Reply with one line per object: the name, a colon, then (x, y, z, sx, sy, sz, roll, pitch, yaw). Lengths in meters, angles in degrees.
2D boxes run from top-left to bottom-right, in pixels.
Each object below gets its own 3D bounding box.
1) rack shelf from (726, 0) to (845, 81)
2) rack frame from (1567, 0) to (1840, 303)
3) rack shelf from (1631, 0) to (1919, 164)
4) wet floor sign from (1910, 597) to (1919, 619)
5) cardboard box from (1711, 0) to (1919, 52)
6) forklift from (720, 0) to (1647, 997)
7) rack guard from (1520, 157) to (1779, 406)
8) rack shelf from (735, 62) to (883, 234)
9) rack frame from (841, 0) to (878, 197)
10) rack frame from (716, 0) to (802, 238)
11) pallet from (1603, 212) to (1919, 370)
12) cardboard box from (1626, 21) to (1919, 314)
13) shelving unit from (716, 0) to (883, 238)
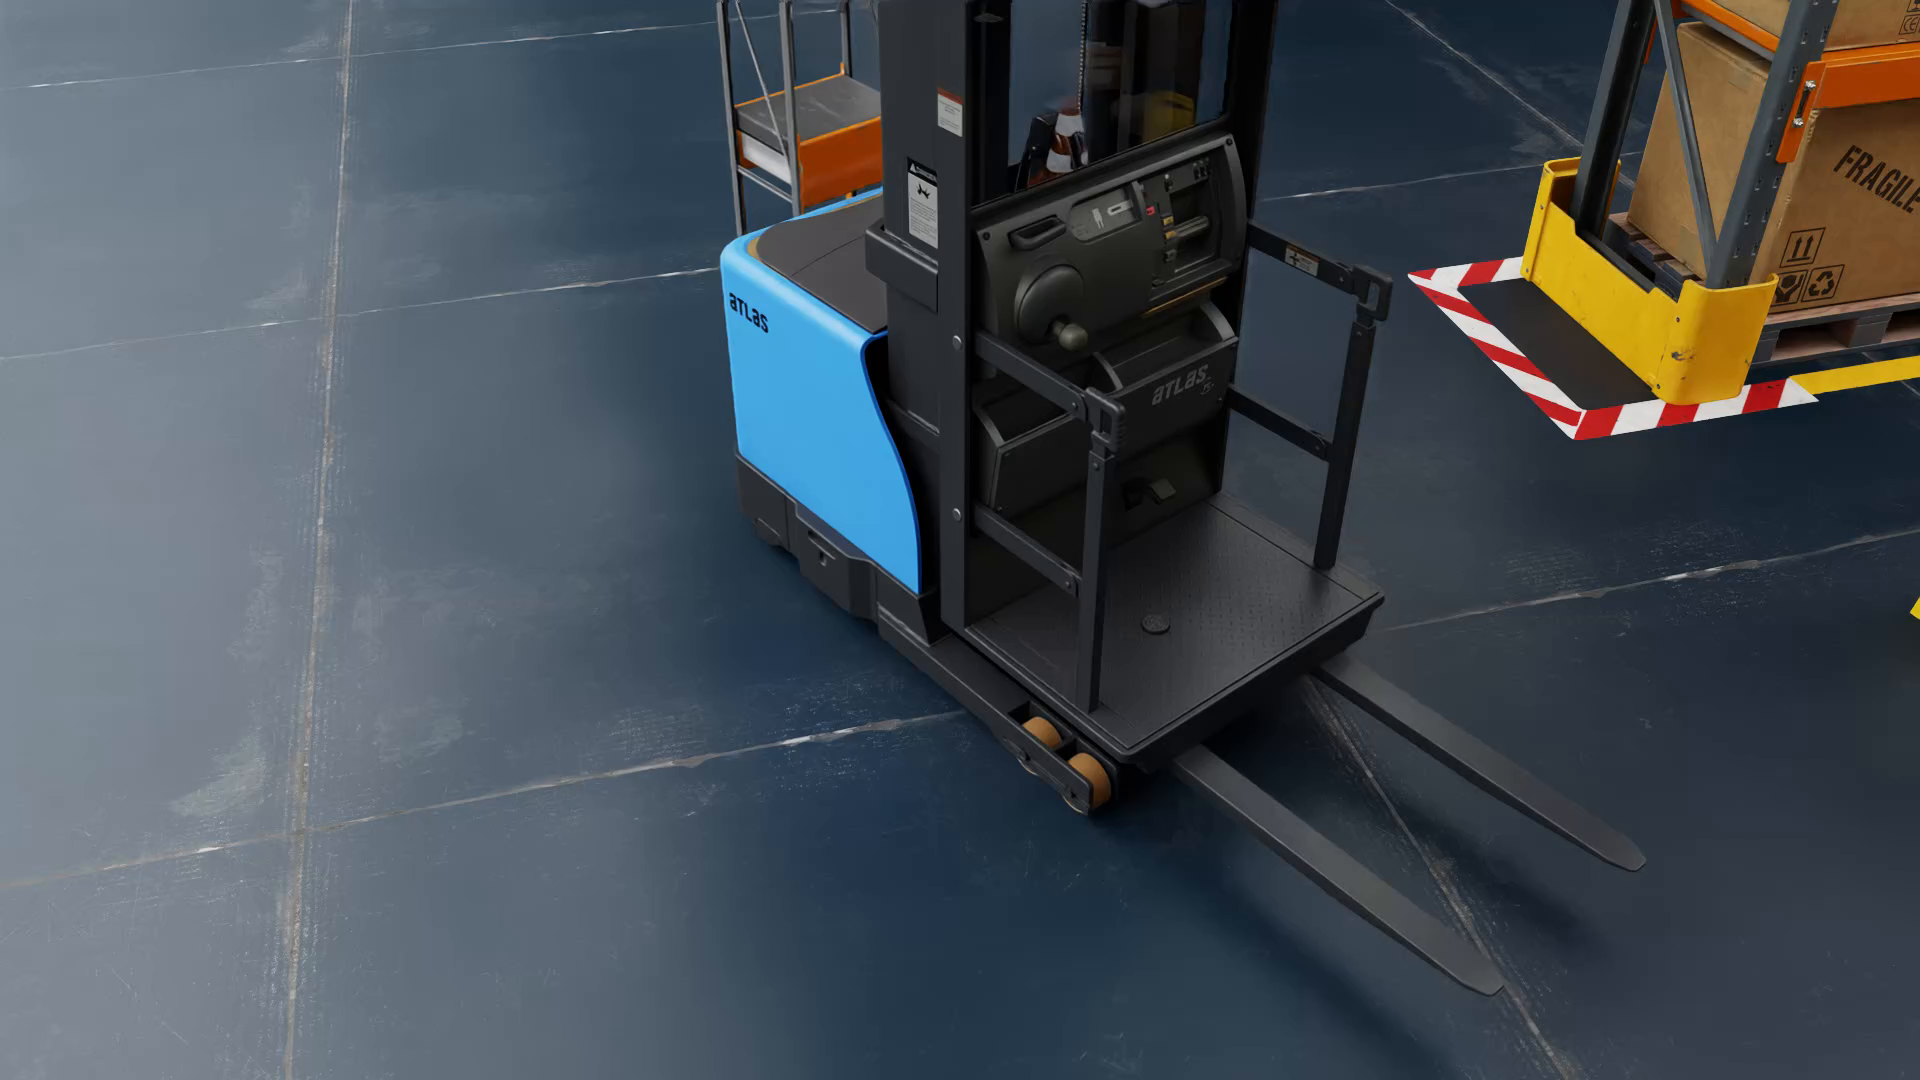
rack shelf: (-0.463, -1.827, 5.281, 0.480, 0.518, 0.431, -27, 45, -30)
rack frame: (2.778, -2.074, 5.993, 0.127, 3.000, 1.000, -9, 38, -12)
rack shelf: (4.709, -2.105, 6.625, 4.000, 0.370, 1.077, -9, 38, -12)
wet floor sign: (3.266, 0.027, 5.184, 0.232, 0.644, 0.267, -16, 40, -20)
cardboard box: (3.125, -2.219, 6.059, 0.550, 0.550, 0.875, -9, 38, -12)
forklift: (0.557, -0.737, 4.301, 1.130, 2.935, 3.031, -27, 45, -30)
rack guard: (2.755, -1.078, 6.747, 0.348, 0.500, 1.175, -9, 38, -12)
rack shelf: (-0.463, -1.271, 5.706, 0.480, 0.518, 0.431, -27, 45, -30)
rack frame: (-0.275, -1.377, 5.822, 0.015, 2.100, 0.400, -27, 45, -30)
rack frame: (-0.651, -1.188, 5.575, 0.015, 2.100, 0.400, -27, 45, -30)
pallet: (3.530, -1.139, 7.066, 1.213, 0.211, 1.003, -9, 38, -12)
cardboard box: (3.416, -1.543, 6.702, 0.875, 0.875, 0.875, -9, 38, -12)
shelving unit: (-0.463, -1.282, 5.698, 0.503, 2.100, 0.431, -27, 45, -30)
